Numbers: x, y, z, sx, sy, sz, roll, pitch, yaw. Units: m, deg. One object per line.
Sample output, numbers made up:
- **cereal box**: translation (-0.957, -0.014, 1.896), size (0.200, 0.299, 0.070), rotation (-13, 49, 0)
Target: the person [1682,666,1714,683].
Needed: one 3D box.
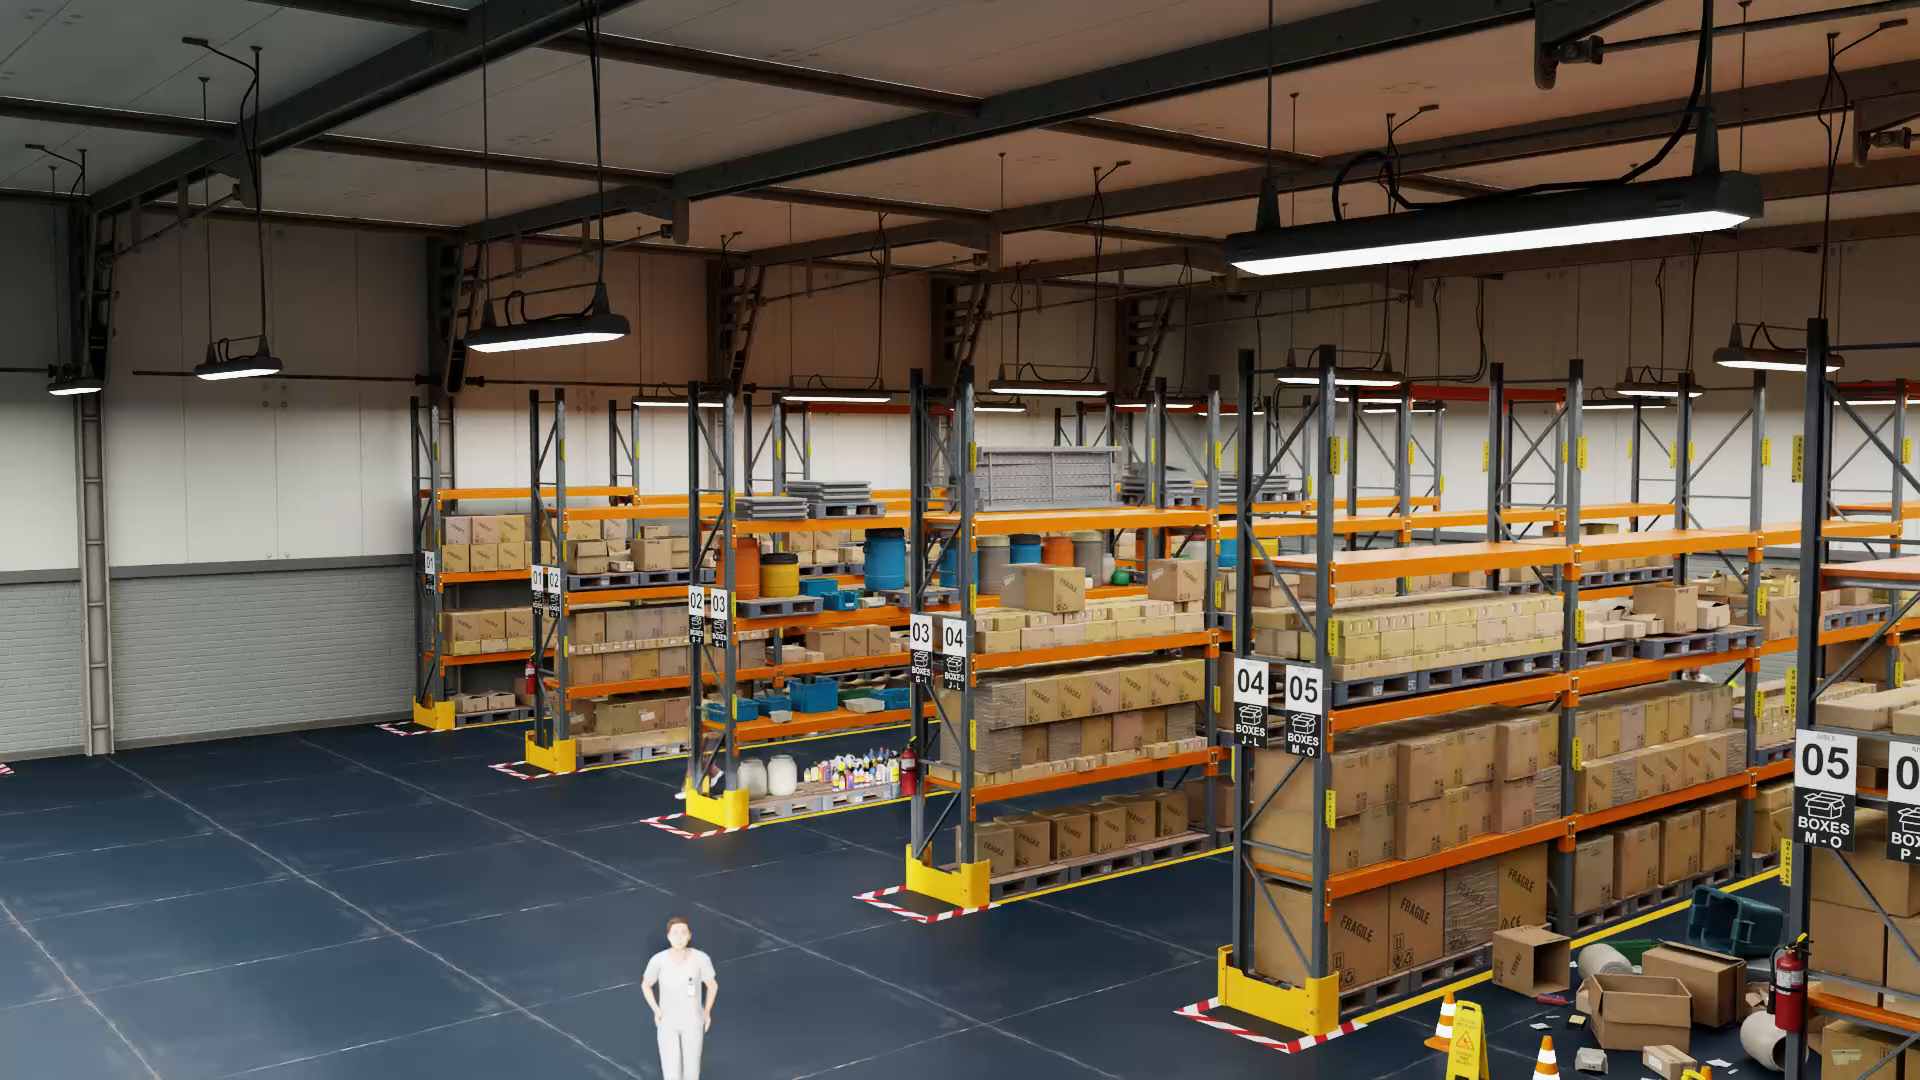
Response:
- **person**: translation (11.598, 2.714, 26.316), size (0.659, 1.767, 0.974), rotation (3, 5, 42)

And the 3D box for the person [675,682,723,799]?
- **person**: translation (-3.801, 2.880, 24.226), size (0.578, 1.648, 0.967), rotation (3, 4, 41)

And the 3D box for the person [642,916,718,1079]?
- **person**: translation (-2.101, 3.621, 12.472), size (0.565, 1.639, 0.669), rotation (0, 3, -8)

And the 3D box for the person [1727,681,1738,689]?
- **person**: translation (11.095, 2.896, 23.907), size (0.669, 1.744, 0.693), rotation (-2, 4, -34)
